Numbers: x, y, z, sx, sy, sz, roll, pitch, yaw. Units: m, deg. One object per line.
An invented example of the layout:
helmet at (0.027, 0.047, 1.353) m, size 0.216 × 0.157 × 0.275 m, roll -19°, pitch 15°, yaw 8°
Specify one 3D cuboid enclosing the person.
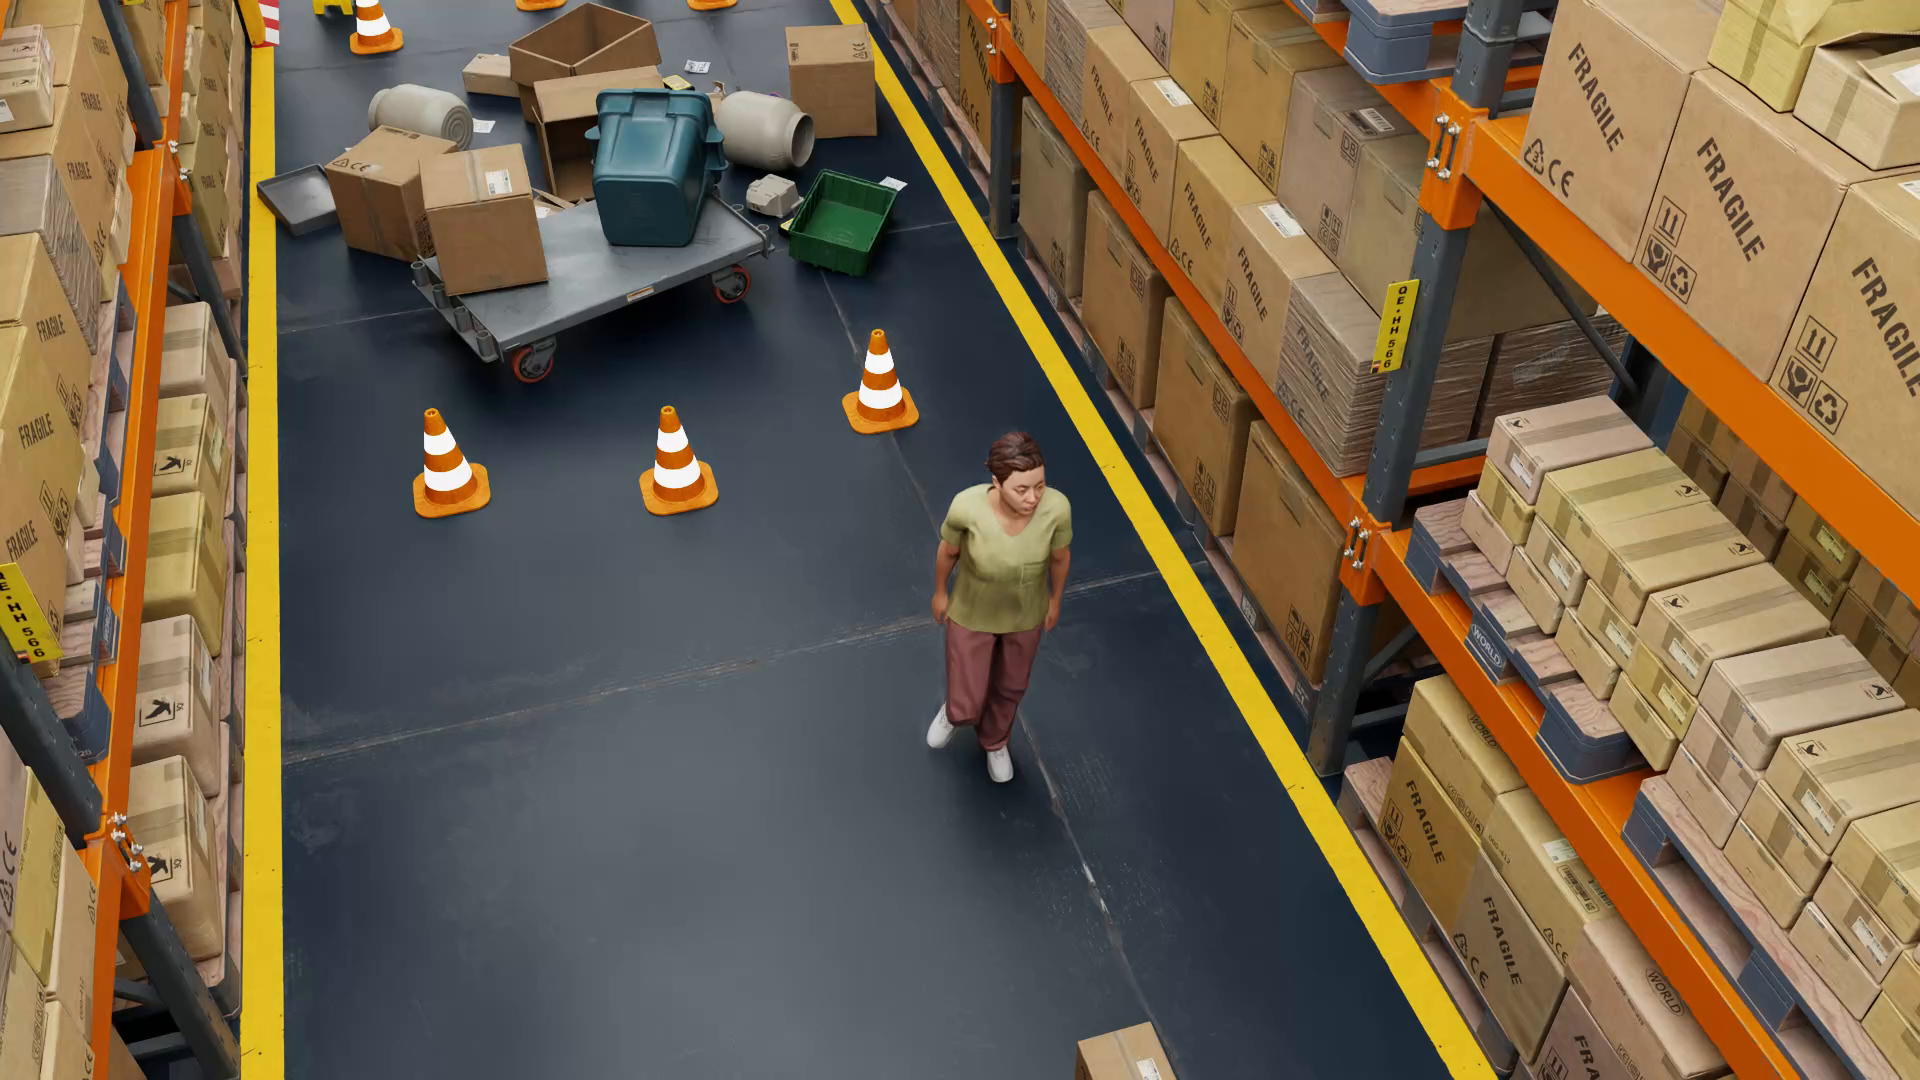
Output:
person at (0.131, 0.235, 5.892) m, size 0.507 × 1.661 × 0.473 m, roll -6°, pitch 43°, yaw -7°
